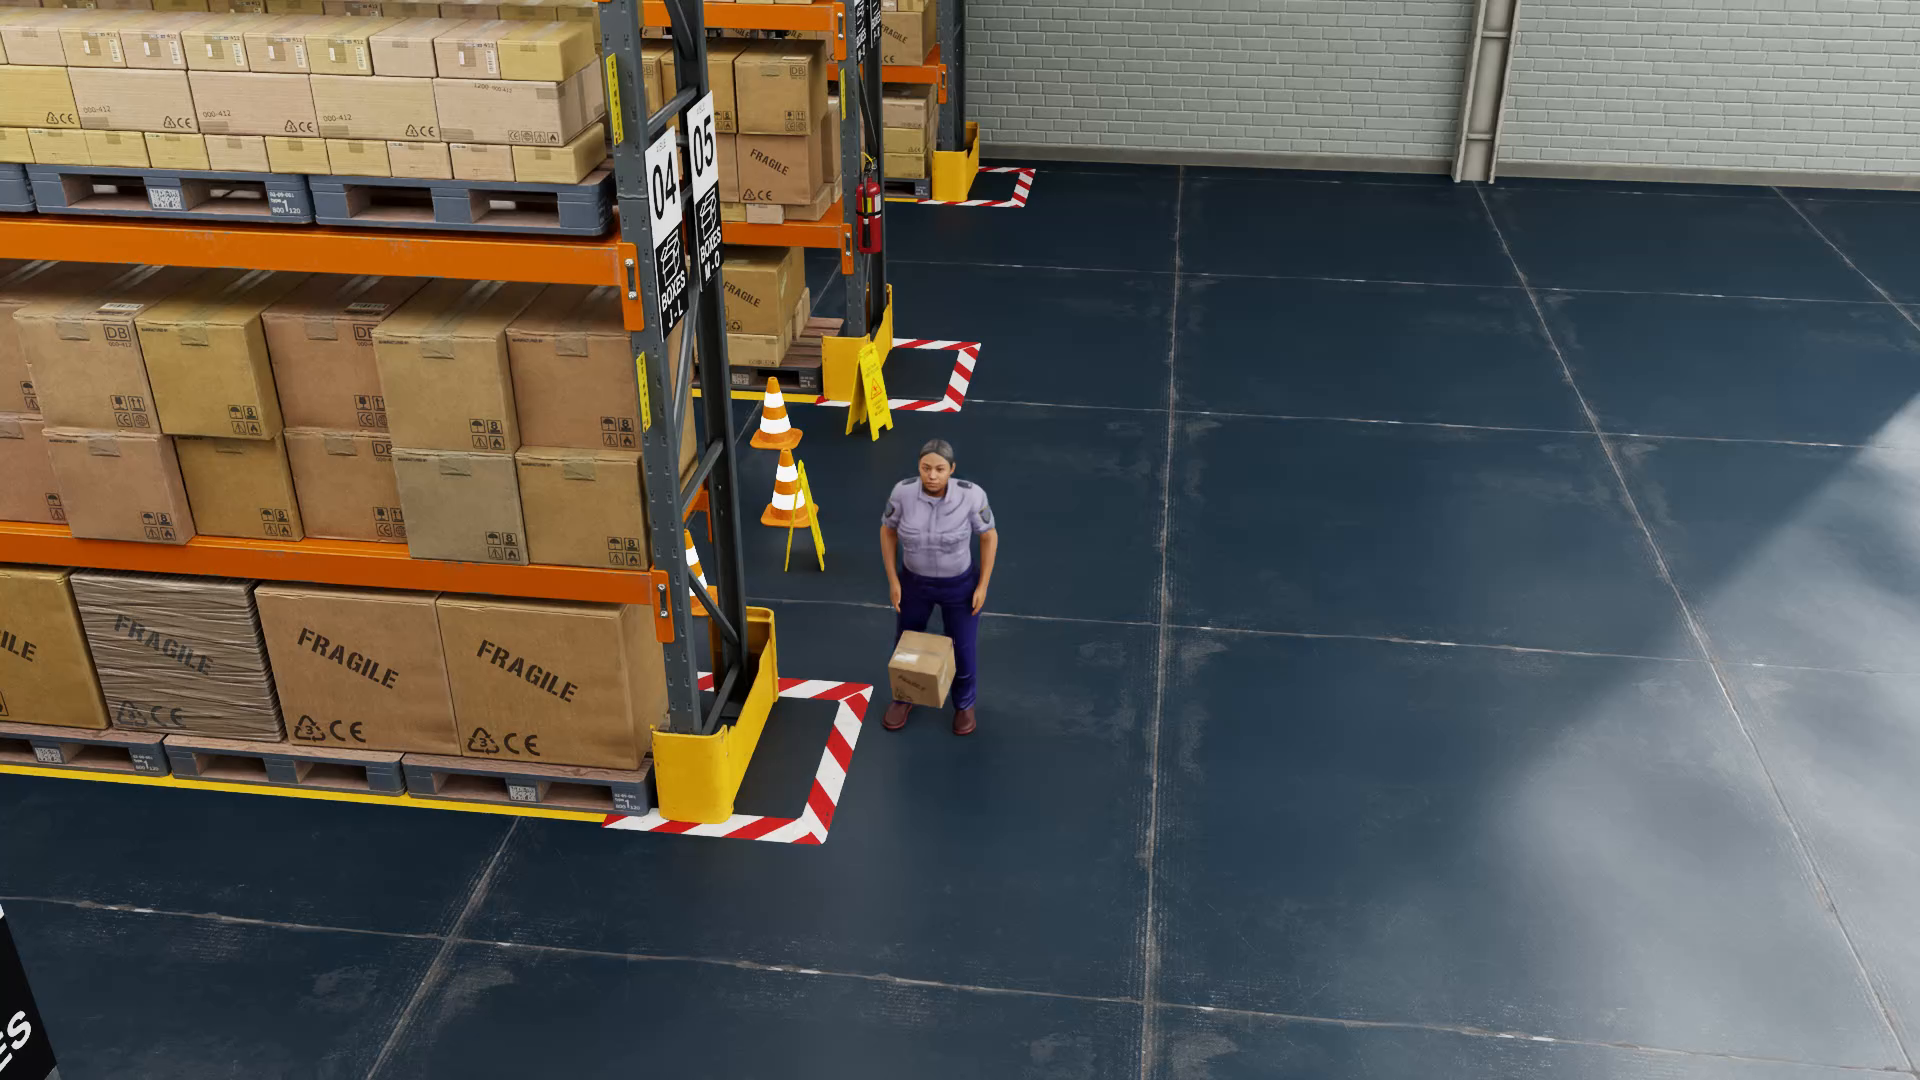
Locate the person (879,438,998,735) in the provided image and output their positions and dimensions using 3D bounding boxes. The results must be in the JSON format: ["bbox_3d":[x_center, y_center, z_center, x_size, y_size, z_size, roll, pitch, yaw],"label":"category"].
[{"bbox_3d":[-0.108,0.239,8.225,0.584,1.617,0.391,6,29,10],"label":"person"}]
